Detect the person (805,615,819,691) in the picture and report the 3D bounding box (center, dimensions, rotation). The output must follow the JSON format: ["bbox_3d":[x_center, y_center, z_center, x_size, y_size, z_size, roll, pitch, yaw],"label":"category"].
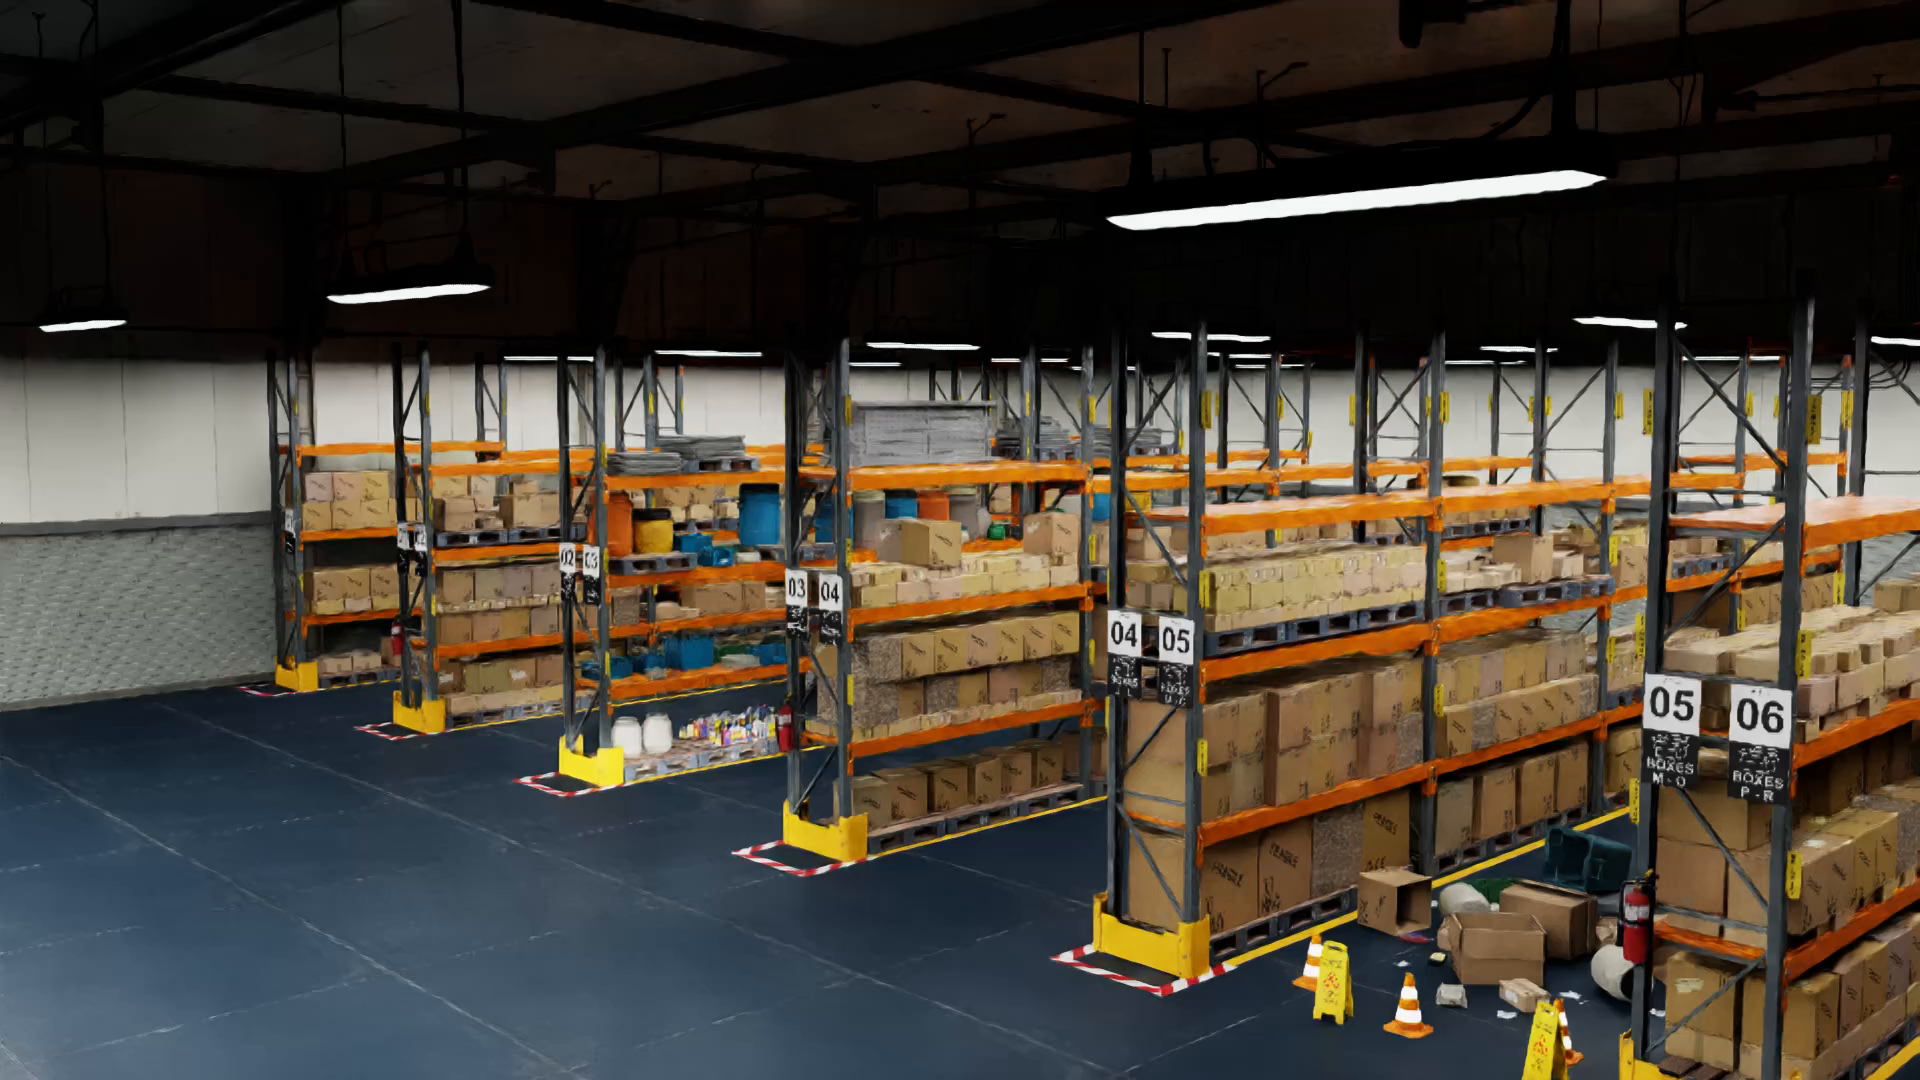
[{"bbox_3d":[-2.356,1.785,29.067,0.544,1.692,1.106,5,7,44],"label":"person"}]
